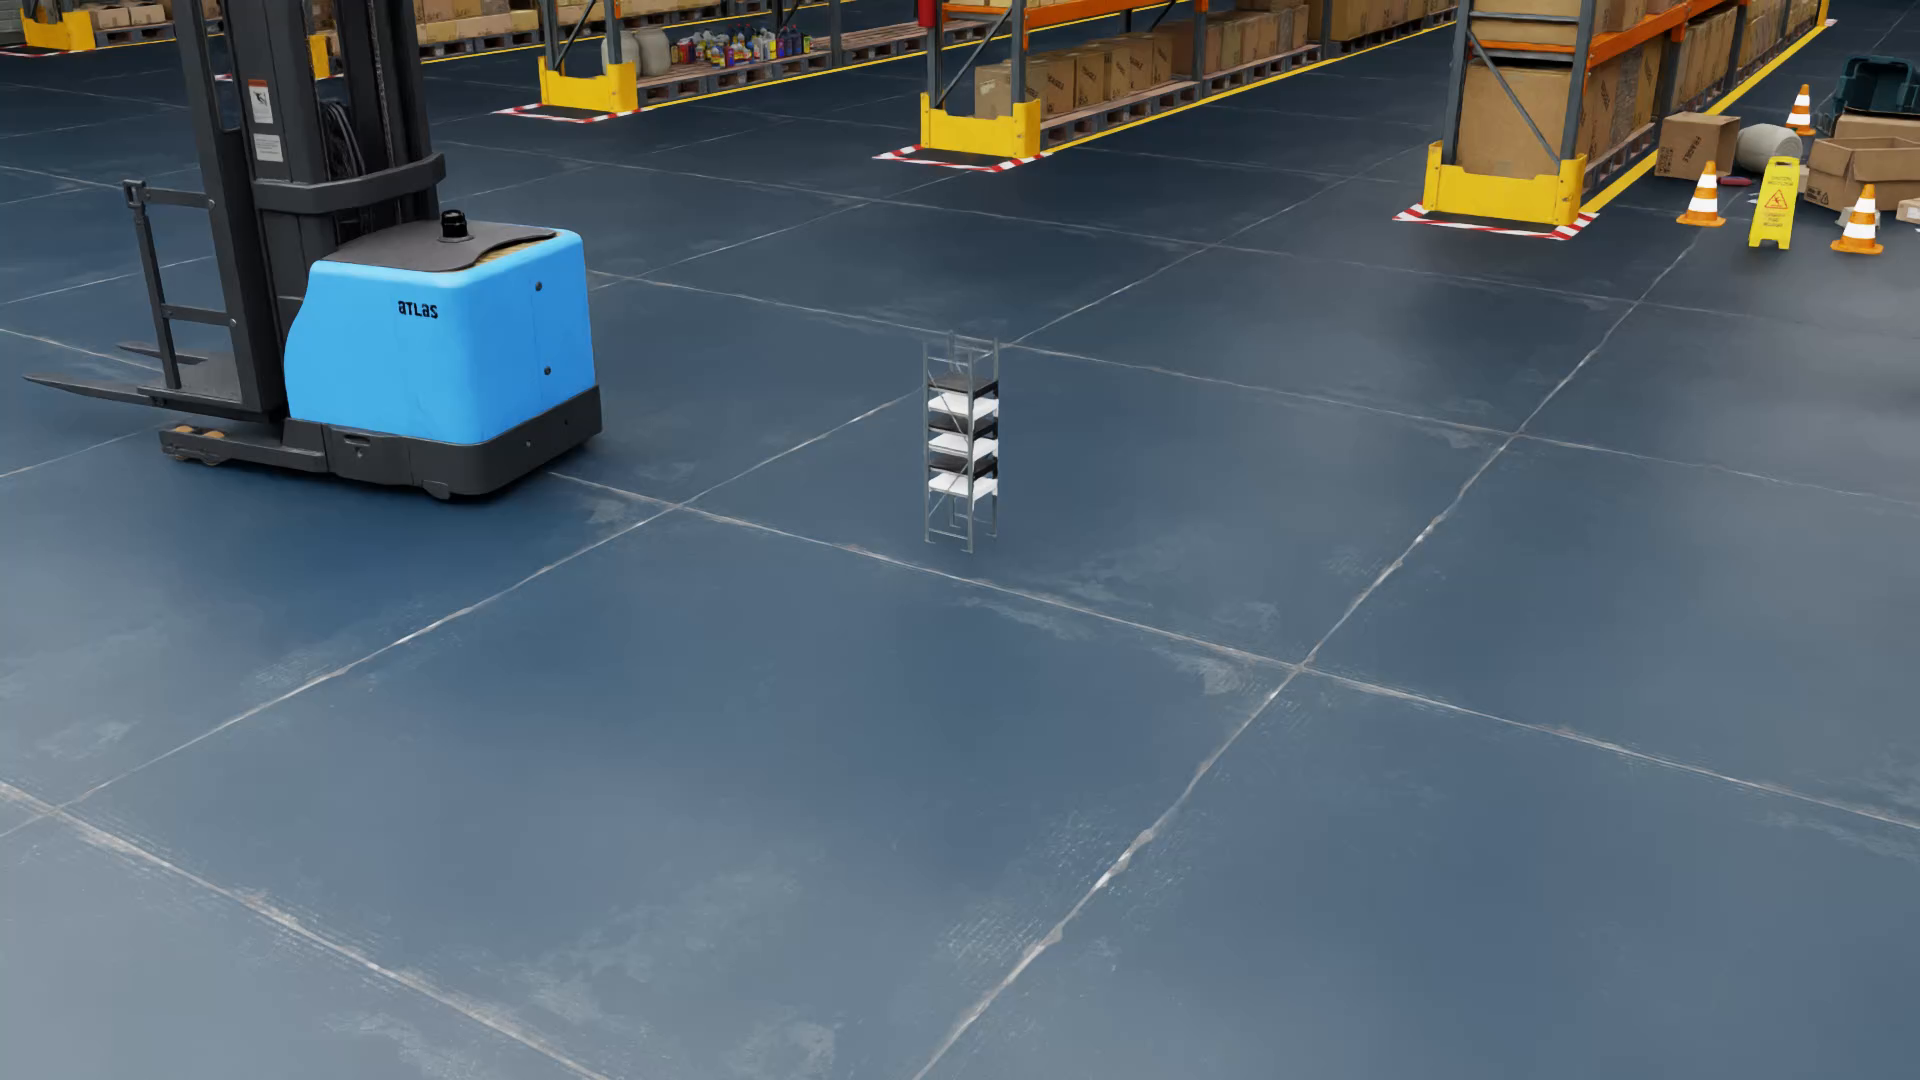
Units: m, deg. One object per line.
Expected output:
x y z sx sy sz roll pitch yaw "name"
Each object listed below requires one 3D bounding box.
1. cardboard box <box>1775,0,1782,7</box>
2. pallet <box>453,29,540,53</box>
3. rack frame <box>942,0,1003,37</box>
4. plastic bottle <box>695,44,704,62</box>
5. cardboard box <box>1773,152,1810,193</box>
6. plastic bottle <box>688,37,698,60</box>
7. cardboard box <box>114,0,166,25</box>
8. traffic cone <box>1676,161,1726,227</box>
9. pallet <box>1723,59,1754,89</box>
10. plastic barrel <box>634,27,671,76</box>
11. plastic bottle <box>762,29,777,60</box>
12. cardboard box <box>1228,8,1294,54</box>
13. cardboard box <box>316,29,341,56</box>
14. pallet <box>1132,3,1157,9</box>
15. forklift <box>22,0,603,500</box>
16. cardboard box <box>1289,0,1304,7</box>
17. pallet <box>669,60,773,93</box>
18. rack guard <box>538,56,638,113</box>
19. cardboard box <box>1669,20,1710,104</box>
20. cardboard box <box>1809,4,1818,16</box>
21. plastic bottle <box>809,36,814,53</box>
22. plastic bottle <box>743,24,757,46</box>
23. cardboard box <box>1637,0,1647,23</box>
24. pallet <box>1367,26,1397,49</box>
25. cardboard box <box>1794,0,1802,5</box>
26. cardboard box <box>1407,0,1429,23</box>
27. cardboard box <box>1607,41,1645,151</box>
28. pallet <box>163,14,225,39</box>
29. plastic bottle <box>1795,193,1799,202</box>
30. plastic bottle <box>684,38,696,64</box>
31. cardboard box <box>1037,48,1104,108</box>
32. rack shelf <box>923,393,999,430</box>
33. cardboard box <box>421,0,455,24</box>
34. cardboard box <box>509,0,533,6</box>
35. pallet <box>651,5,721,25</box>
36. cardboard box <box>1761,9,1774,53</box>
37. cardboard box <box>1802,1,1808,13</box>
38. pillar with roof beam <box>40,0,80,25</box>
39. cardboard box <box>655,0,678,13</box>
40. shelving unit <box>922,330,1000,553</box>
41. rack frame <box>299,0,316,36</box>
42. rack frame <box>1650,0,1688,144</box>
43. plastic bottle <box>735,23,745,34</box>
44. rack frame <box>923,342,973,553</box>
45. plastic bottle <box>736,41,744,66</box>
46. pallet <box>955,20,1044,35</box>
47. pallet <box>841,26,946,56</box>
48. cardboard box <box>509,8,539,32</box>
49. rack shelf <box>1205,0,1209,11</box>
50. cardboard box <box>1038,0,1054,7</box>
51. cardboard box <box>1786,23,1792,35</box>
10.178 -6.952 21.207 0.500 0.250 0.500 15 28 31 "cardboard box"
-6.611 -6.949 23.036 1.003 0.211 1.213 14 27 29 "pallet"
0.161 -8.799 23.799 1.000 3.000 0.127 14 27 29 "rack frame"
-3.118 -5.835 19.920 0.097 0.201 0.097 0 23 0 "plastic bottle"
7.077 -3.117 14.115 0.396 0.266 0.258 20 30 38 "cardboard box"
-3.234 -5.889 19.952 0.152 0.276 0.135 13 27 28 "plastic bottle"
-11.734 -7.550 23.745 0.500 0.311 0.500 16 28 33 "cardboard box"
5.796 -2.705 12.916 0.336 0.463 0.334 14 27 29 "traffic cone"
8.942 -5.671 20.085 1.003 0.211 1.213 14 27 29 "pallet"
-3.513 -5.557 18.914 0.421 0.512 0.421 0 23 0 "plastic barrel"
-2.316 -5.984 20.077 0.144 0.351 0.185 14 27 29 "plastic bottle"
3.750 -6.395 20.840 0.700 0.500 0.500 11 26 25 "cardboard box"
-7.794 -6.203 20.736 0.500 0.250 0.500 14 27 29 "cardboard box"
2.625 -9.126 28.064 1.003 0.211 1.213 14 27 29 "pallet"
-3.362 -1.889 7.925 3.031 2.935 1.130 9 25 20 "forklift"
4.041 -6.927 21.125 0.500 0.250 0.500 15 28 31 "cardboard box"
-2.982 -5.538 19.776 1.003 0.211 1.213 14 27 29 "pallet"
-4.059 -4.987 18.141 1.175 0.500 0.348 14 27 29 "rack guard"
7.182 -5.051 17.445 1.050 0.750 0.750 14 27 29 "cardboard box"
12.599 -7.943 24.881 0.380 0.149 0.250 15 27 31 "cardboard box"
-1.876 -6.179 20.716 0.097 0.201 0.097 0 23 0 "plastic bottle"
-2.605 -6.219 20.622 0.144 0.351 0.185 14 27 29 "plastic bottle"
5.384 -4.731 14.215 0.875 0.550 0.500 14 27 29 "cardboard box"
5.493 -7.142 23.481 1.003 0.211 1.213 14 27 29 "pallet"
11.606 -7.606 23.354 0.380 0.149 0.250 15 27 30 "cardboard box"
6.158 -8.108 24.350 1.225 0.875 0.875 14 27 29 "cardboard box"
5.555 -4.052 14.981 0.875 0.875 0.875 14 27 29 "cardboard box"
-11.333 -7.598 24.535 1.003 0.211 1.213 14 27 29 "pallet"
6.858 -2.868 13.798 0.133 0.061 0.283 5 24 11 "plastic bottle"
-3.216 -5.823 19.791 0.061 0.283 0.133 14 27 29 "plastic bottle"
1.125 -4.730 17.018 0.500 0.500 0.500 17 29 34 "cardboard box"
0.004 -0.550 7.019 0.258 0.077 0.200 14 27 29 "rack shelf"
-7.000 -7.053 21.755 0.500 0.500 0.500 14 27 29 "cardboard box"
-6.185 -7.873 23.888 0.500 0.311 0.500 14 27 29 "cardboard box"
-4.513 -8.289 26.131 1.003 0.211 1.213 14 27 29 "pallet"
9.917 -6.435 20.957 0.500 0.500 0.500 13 27 28 "cardboard box"
11.905 -7.636 23.798 0.380 0.149 0.250 14 27 29 "cardboard box"
-9.184 -10.443 20.047 9.100 9.000 0.400 14 27 29 "pillar with roof beam"
-4.653 -8.197 25.341 0.500 0.250 0.500 15 27 30 "cardboard box"
0.004 -0.416 7.078 0.258 0.900 0.210 14 27 29 "shelving unit"
-8.266 -7.138 19.963 1.000 3.000 0.127 14 27 29 "rack frame"
6.419 -5.337 15.803 1.000 3.000 0.127 14 27 29 "rack frame"
-2.728 -6.250 20.691 0.144 0.351 0.185 15 27 30 "plastic bottle"
-0.049 -0.381 6.998 0.240 0.900 0.006 14 27 29 "rack frame"
-2.605 -5.745 19.625 0.097 0.271 0.097 0 23 0 "plastic bottle"
0.541 -7.794 24.988 1.003 0.211 1.213 14 27 29 "pallet"
-0.925 -6.856 22.821 1.003 0.211 1.213 14 27 29 "pallet"
-6.215 -7.217 23.077 0.500 0.250 0.500 14 27 29 "cardboard box"
3.313 -6.756 19.985 1.077 0.370 4.000 14 27 29 "rack shelf"
0.650 -5.072 15.507 0.380 0.149 0.250 14 27 29 "cardboard box"
11.104 -6.977 22.652 0.380 0.149 0.250 13 26 27 "cardboard box"
